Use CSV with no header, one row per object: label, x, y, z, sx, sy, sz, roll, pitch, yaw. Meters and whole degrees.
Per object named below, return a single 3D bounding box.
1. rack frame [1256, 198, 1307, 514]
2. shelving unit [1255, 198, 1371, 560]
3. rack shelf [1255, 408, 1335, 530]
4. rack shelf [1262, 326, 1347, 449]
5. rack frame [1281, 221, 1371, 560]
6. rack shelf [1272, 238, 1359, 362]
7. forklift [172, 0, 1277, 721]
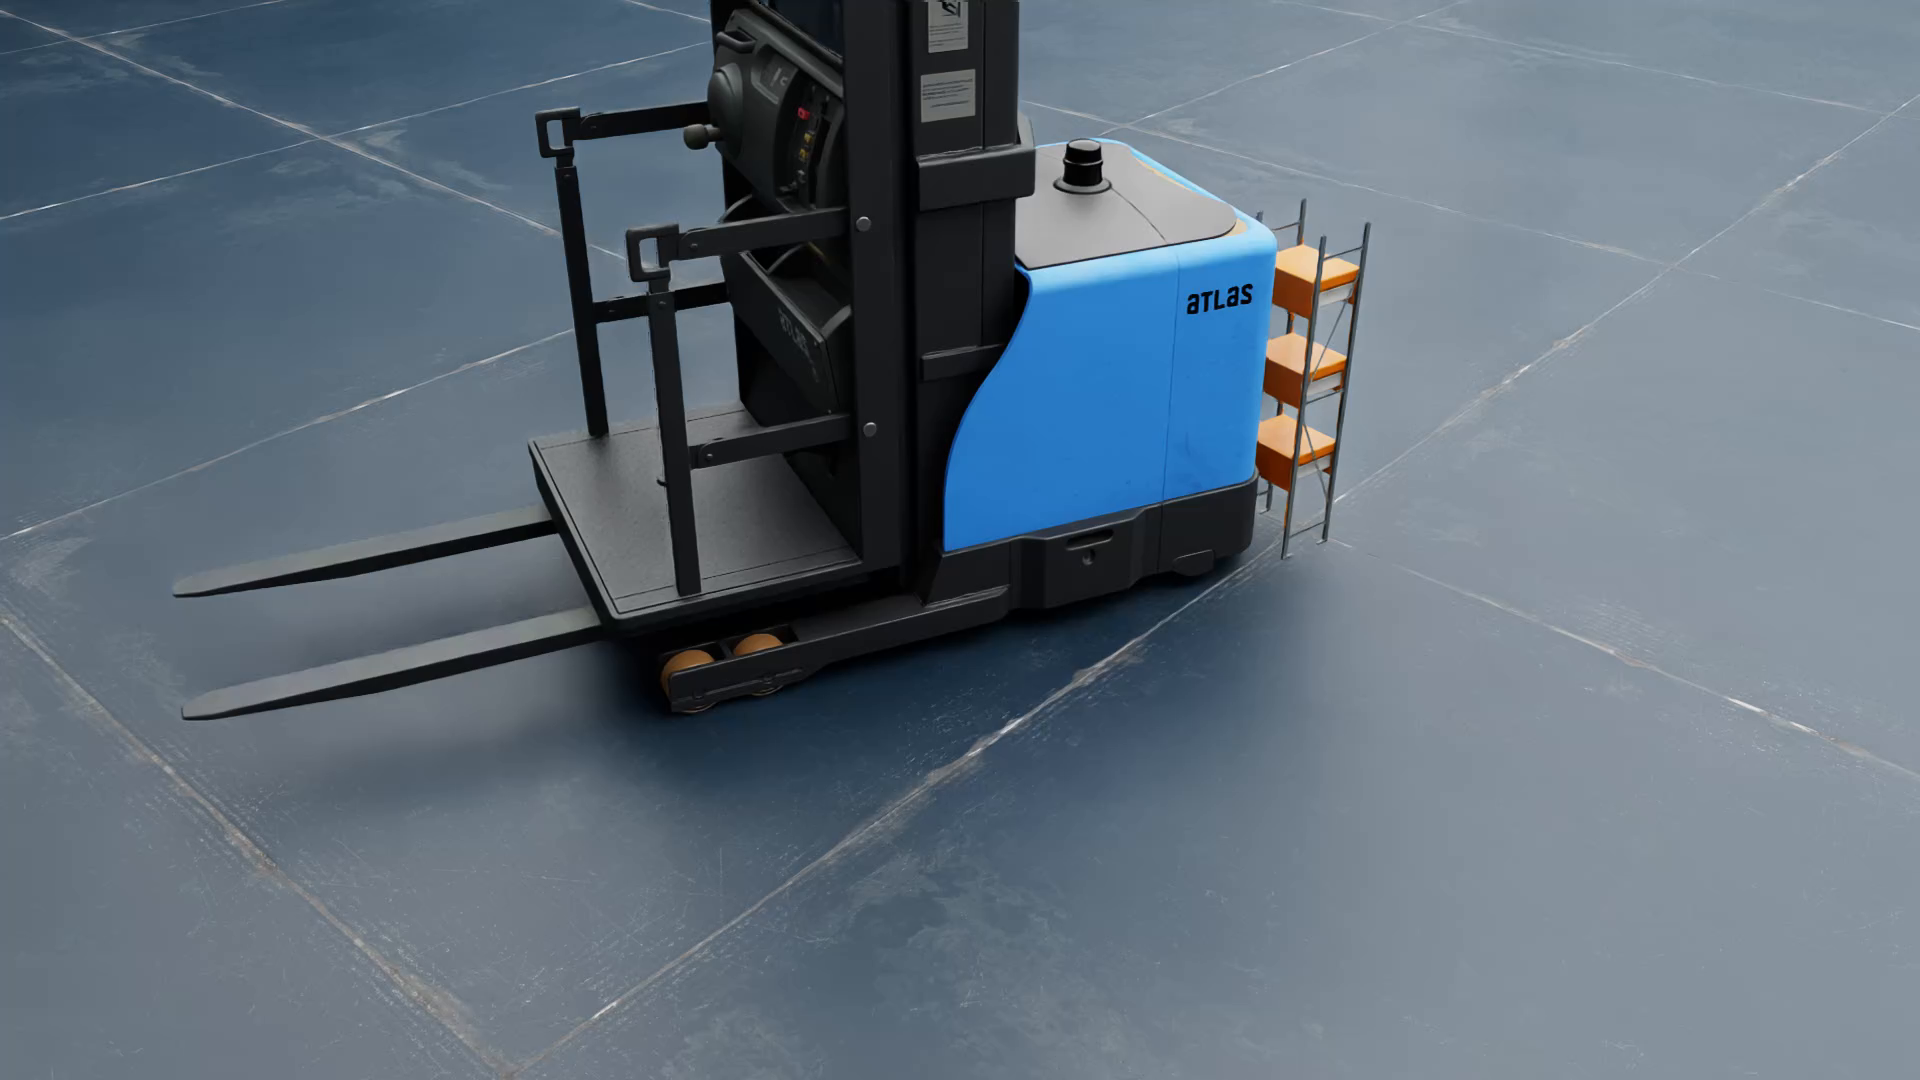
rack frame,0.934,-0.522,5.097,0.200,1.050,0.008,-21,37,-31
shelving unit,1.007,-0.471,5.013,0.215,1.050,0.252,-21,37,-31
rack shelf,1.005,-0.223,5.160,0.215,0.259,0.240,-21,37,-31
rack shelf,1.007,-0.462,5.018,0.215,0.259,0.240,-21,37,-31
rack frame,1.079,-0.421,4.929,0.200,1.050,0.008,-21,37,-31
rack shelf,1.008,-0.706,4.873,0.215,0.259,0.240,-21,37,-31
forklift,-0.665,-1.101,4.237,3.031,2.935,1.130,-13,33,-20
